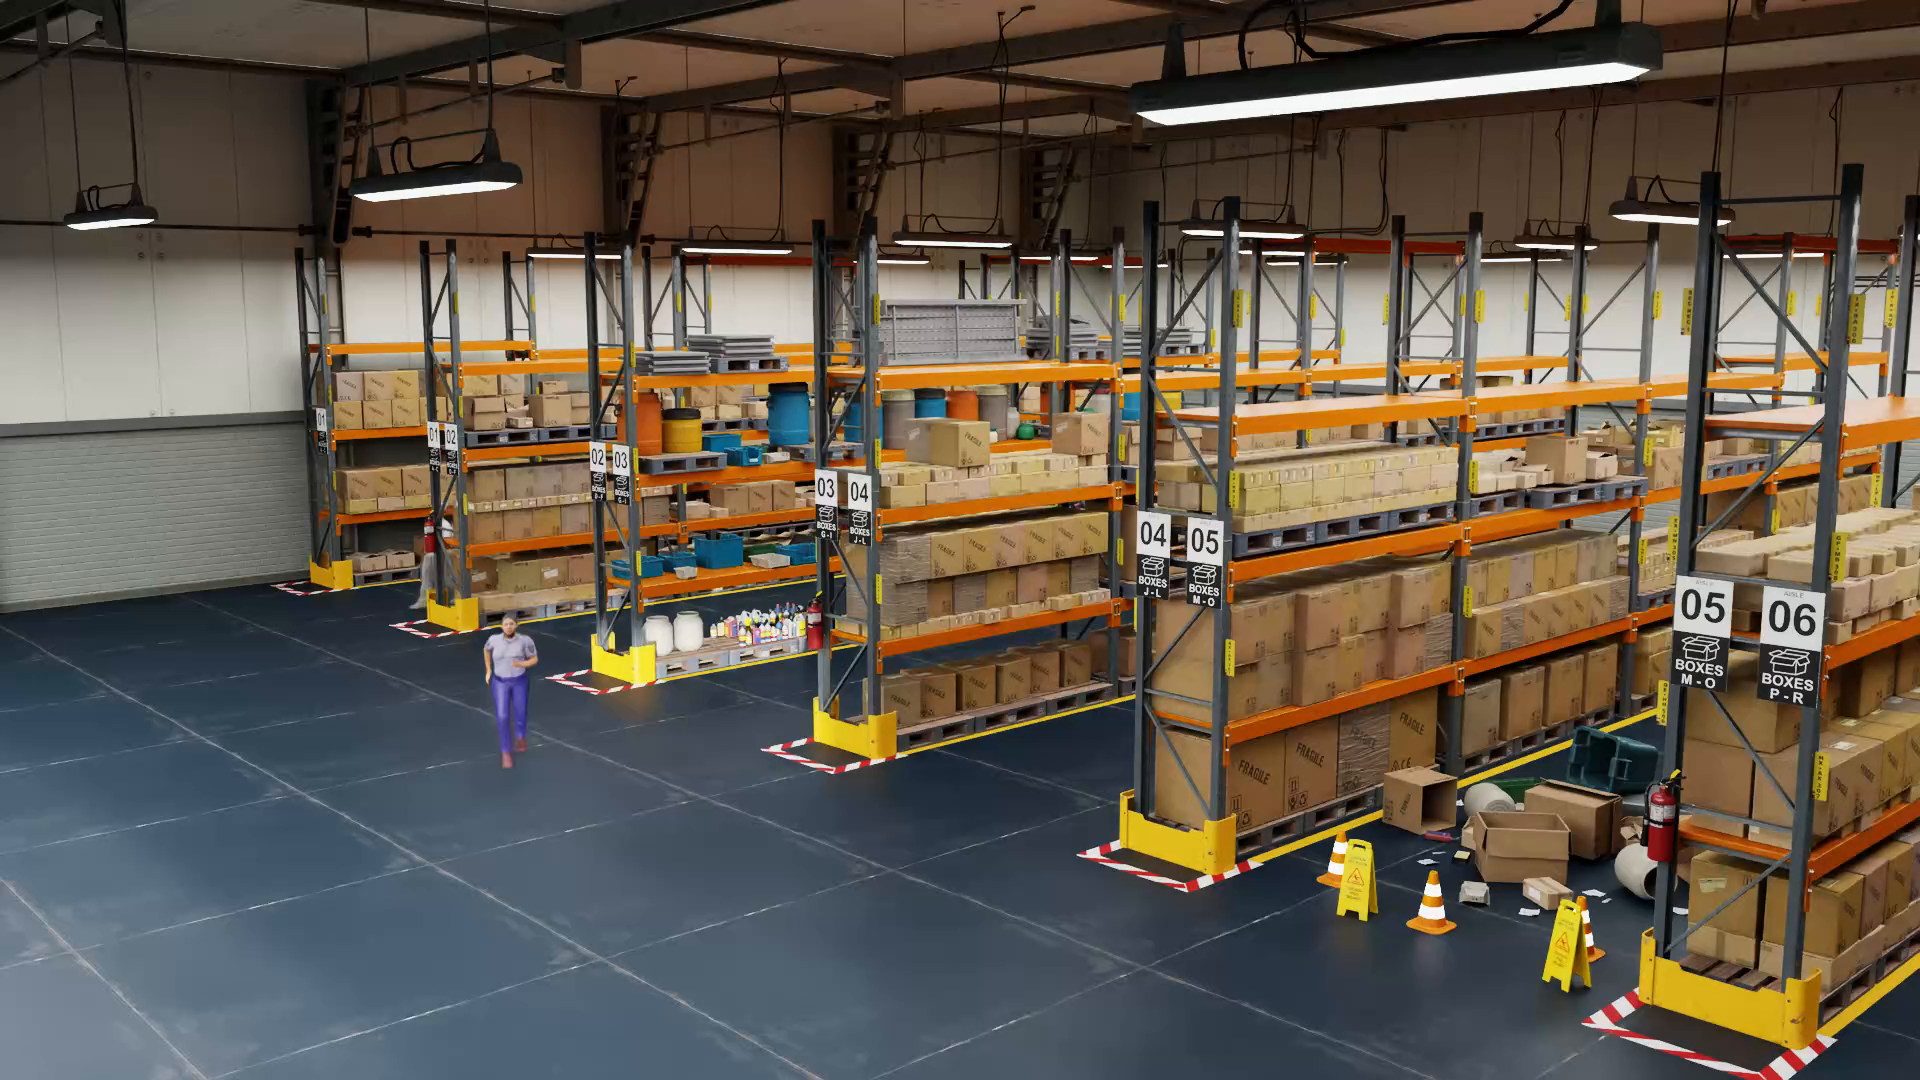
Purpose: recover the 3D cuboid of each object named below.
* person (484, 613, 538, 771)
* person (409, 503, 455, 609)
[{"bbox_3d":[-4.991,1.639,18.536,0.580,1.694,0.855,-2,9,-15],"label":"person"},{"bbox_3d":[-8.696,0.249,27.472,0.709,1.736,0.936,8,11,43],"label":"person"}]
